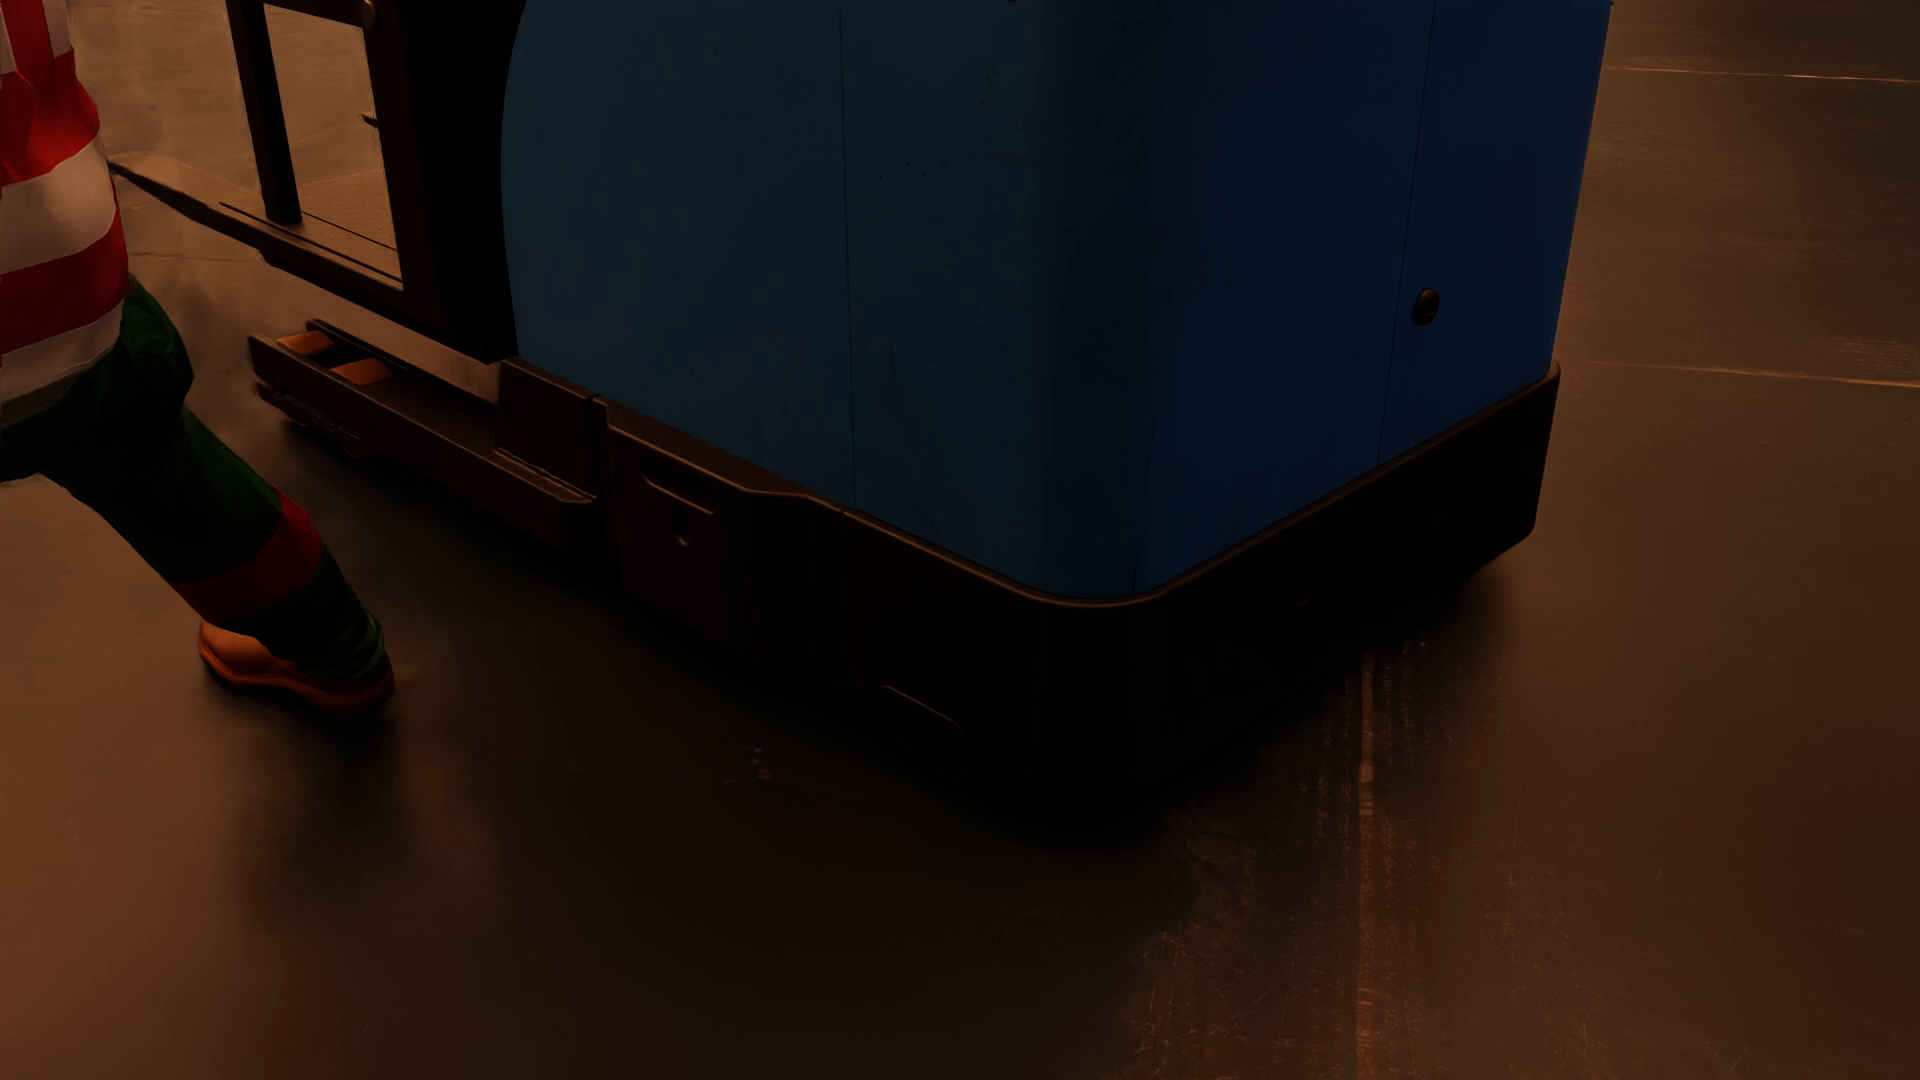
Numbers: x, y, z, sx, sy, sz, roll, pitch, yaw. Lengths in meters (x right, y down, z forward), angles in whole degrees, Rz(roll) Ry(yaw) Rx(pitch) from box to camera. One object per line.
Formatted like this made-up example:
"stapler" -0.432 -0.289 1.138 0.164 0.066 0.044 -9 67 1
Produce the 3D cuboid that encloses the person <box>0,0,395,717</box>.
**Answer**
"person" -1.017 -0.249 1.271 0.720 1.555 1.287 18 32 31

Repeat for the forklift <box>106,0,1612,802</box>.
"forklift" -0.578 -1.589 2.395 3.031 2.935 1.130 24 35 39
